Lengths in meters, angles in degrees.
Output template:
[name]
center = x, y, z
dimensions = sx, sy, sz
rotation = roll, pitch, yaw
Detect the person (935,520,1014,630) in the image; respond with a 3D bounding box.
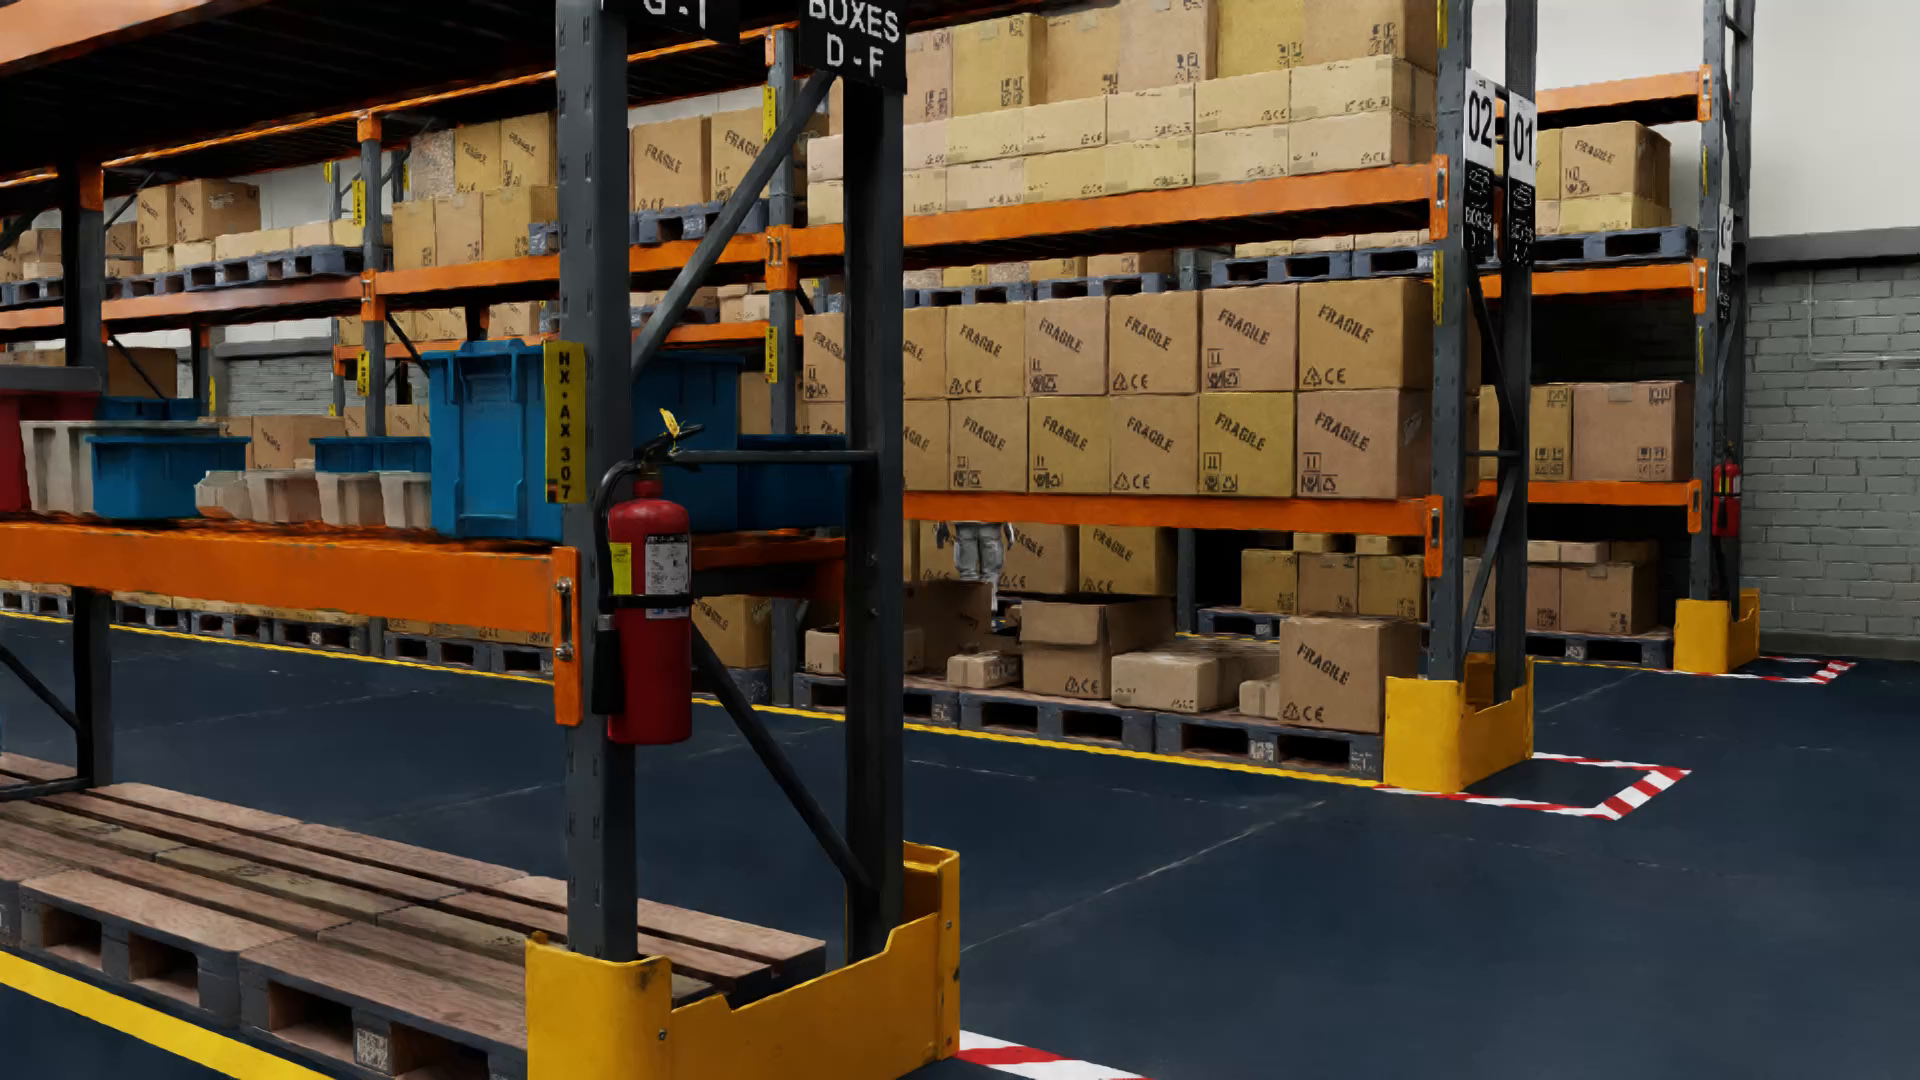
[person]
center = 0.119, -0.098, 13.042
dimensions = 0.655, 1.792, 0.329
rotation = 1, 3, 12
